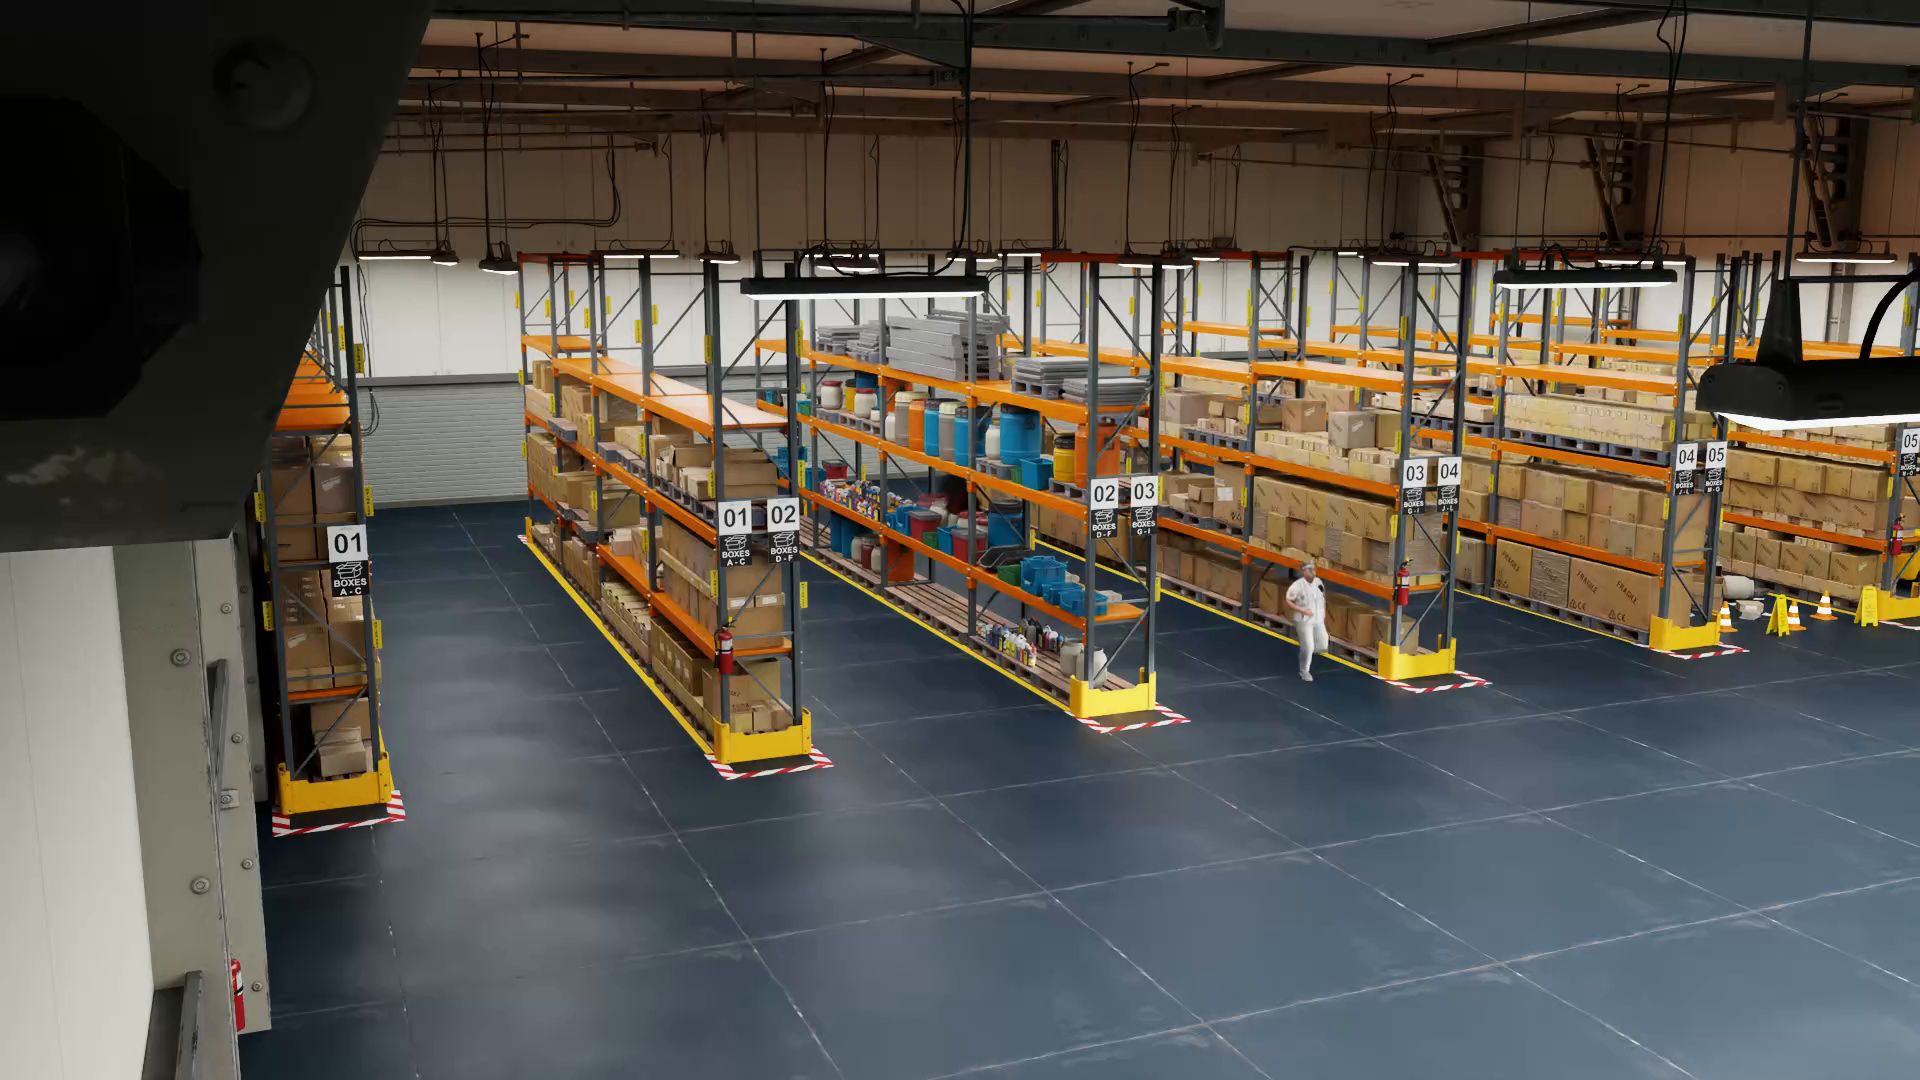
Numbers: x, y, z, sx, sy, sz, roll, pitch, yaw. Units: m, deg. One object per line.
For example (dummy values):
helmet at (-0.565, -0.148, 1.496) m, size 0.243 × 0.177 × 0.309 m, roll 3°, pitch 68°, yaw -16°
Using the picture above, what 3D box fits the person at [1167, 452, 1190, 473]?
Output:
person at (4.709, -1.029, 35.826) m, size 0.657 × 1.739 × 0.651 m, roll -5°, pitch 11°, yaw -24°

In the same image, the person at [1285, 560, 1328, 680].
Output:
person at (5.032, 1.142, 23.995) m, size 0.719 × 1.742 × 0.558 m, roll -5°, pitch 11°, yaw -25°
